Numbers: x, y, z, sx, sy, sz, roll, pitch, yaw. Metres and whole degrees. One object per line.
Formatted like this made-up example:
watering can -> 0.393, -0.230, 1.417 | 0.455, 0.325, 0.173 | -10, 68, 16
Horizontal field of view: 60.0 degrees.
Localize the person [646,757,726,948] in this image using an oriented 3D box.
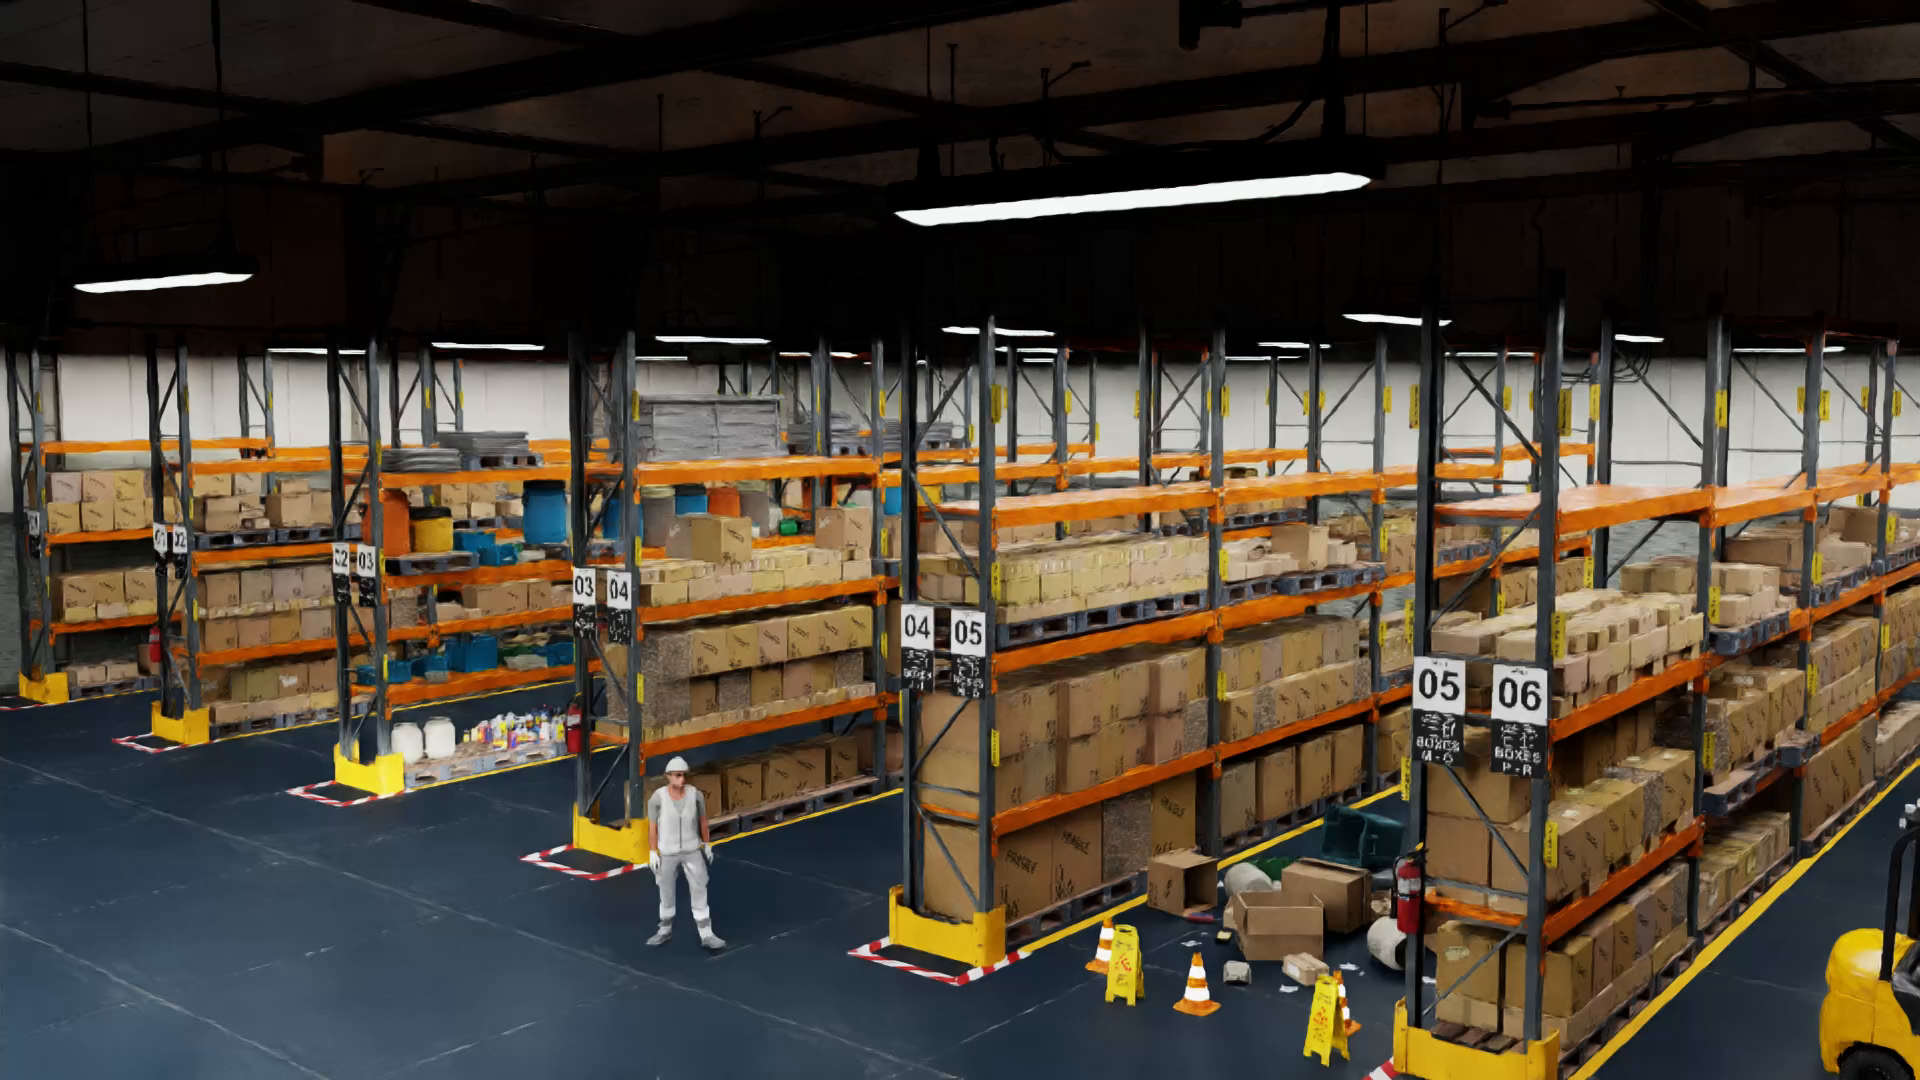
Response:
person -> -2.555, 2.880, 15.376 | 0.702, 1.784, 0.529 | -2, 5, -17
